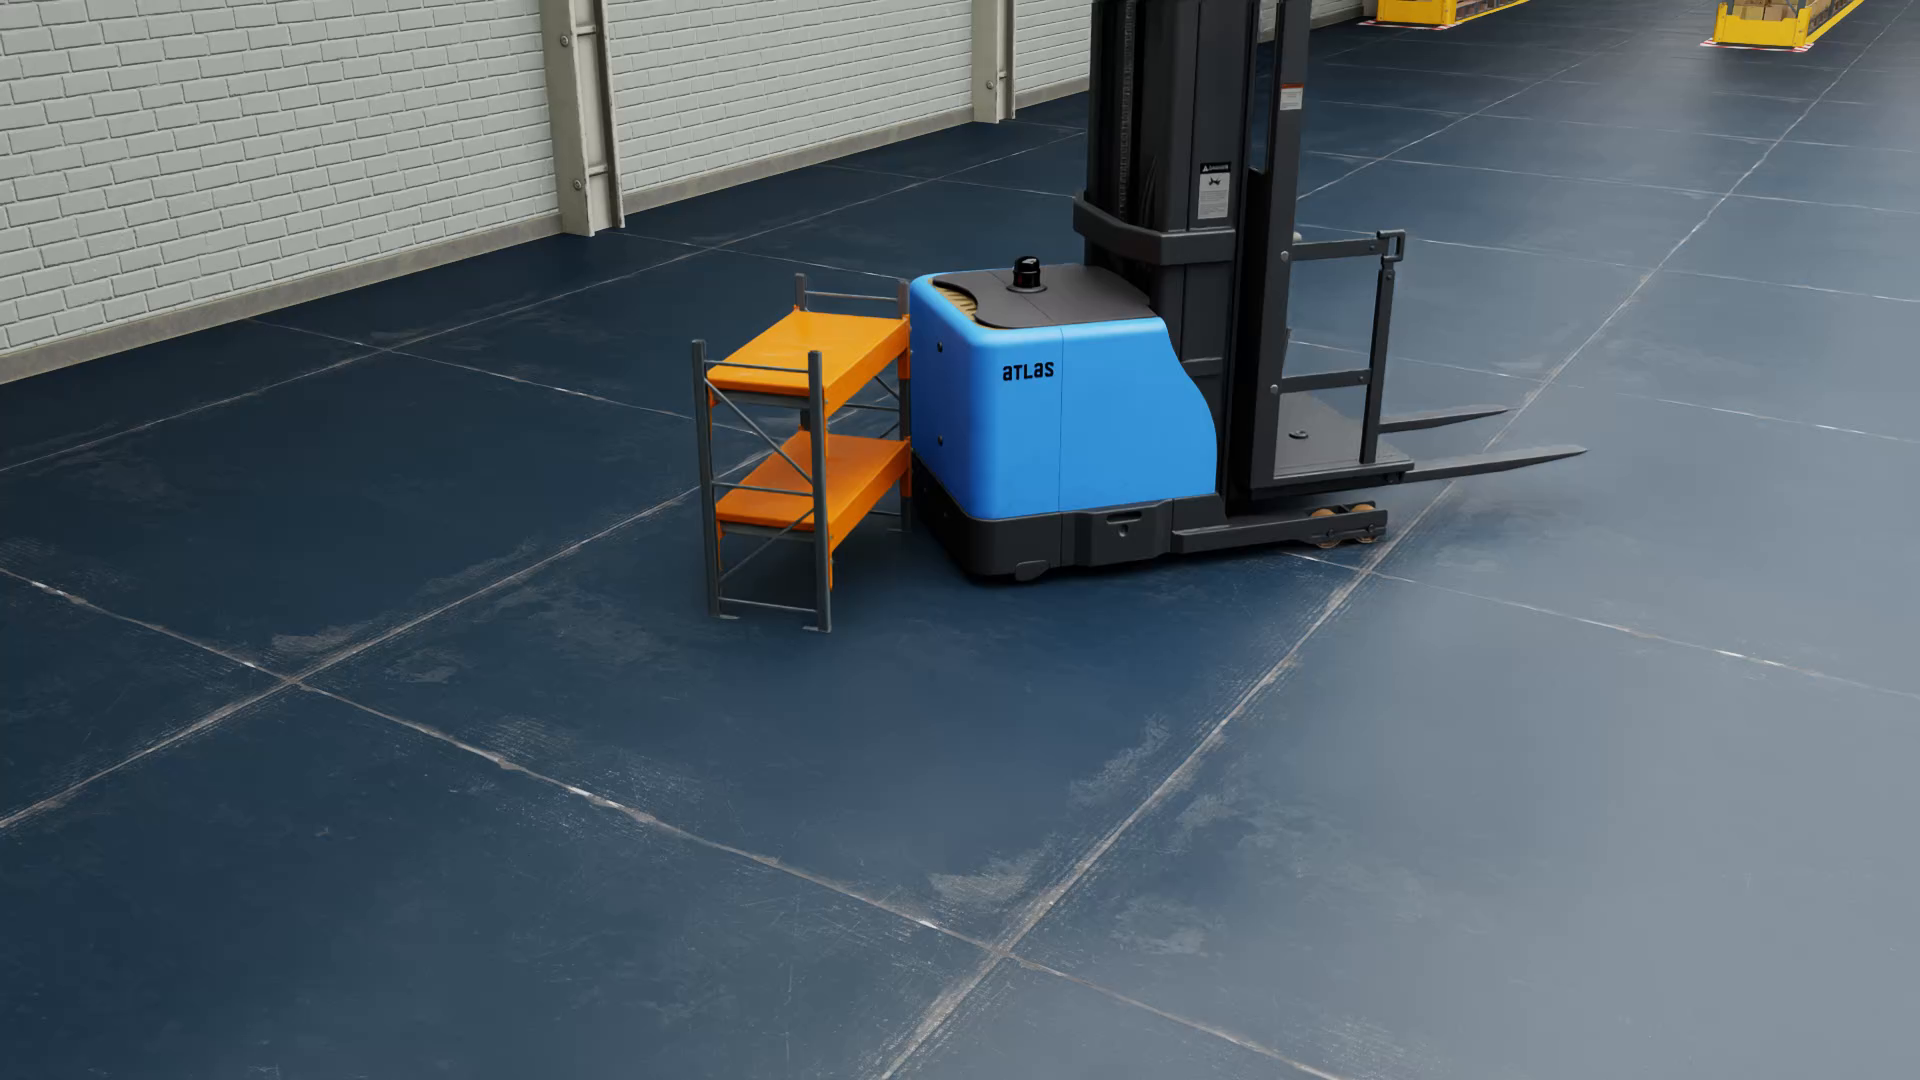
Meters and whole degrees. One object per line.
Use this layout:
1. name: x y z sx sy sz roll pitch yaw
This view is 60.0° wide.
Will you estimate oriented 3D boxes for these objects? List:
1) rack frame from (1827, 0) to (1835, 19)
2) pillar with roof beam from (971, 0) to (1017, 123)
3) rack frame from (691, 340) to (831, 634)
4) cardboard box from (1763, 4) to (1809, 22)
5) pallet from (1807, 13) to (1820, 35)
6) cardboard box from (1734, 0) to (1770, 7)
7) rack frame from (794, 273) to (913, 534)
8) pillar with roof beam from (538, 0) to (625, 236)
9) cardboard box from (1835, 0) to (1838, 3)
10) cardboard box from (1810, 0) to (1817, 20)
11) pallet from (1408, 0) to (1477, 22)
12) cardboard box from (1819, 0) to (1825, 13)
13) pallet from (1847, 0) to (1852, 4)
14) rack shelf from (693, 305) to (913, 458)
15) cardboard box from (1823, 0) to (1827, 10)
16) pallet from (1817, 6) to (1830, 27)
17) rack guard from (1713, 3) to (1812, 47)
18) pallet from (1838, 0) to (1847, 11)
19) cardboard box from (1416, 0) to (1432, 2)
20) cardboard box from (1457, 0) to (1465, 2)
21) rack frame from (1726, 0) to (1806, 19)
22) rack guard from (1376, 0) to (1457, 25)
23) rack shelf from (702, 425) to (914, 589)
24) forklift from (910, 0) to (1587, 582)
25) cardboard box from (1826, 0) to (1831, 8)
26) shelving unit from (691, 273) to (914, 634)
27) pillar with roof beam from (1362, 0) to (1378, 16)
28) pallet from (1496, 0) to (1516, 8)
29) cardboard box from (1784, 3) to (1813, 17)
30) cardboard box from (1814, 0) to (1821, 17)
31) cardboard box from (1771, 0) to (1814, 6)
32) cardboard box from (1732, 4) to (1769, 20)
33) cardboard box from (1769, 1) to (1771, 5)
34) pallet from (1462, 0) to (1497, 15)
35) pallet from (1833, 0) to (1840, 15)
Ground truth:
1. rack frame: 13.364 -9.734 25.959 1.000 3.000 0.127 14 27 29
2. pillar with roof beam: 4.005 -7.639 13.568 9.100 9.000 0.400 14 27 29
3. rack frame: -0.742 -0.188 6.268 0.500 1.125 0.032 7 24 15
4. cardboard box: 11.726 -7.449 23.614 0.500 0.250 0.500 14 27 29
5. pallet: 12.266 -7.781 24.958 1.003 0.211 1.213 14 27 29
6. cardboard box: 11.284 -7.902 23.716 0.500 0.500 0.500 14 27 29
7. rack frame: -0.453 -0.575 7.162 0.500 1.125 0.032 7 24 15
8. pillar with roof beam: 0.840 -5.614 8.891 9.100 9.000 0.400 14 27 29
9. cardboard box: 13.787 -8.749 26.616 0.500 0.250 0.500 13 27 28
10. cardboard box: 12.251 -7.787 24.395 0.500 0.250 0.500 14 27 29
11. pallet: 7.542 -8.433 26.465 1.003 0.211 1.213 14 27 29
12. cardboard box: 12.782 -8.124 25.172 0.500 0.250 0.500 14 27 29
13. pallet: 15.007 -9.534 29.009 1.003 0.211 1.213 14 27 29
14. rack shelf: -0.598 -0.650 6.599 0.538 0.278 1.000 7 24 15
15. cardboard box: 13.033 -8.296 25.569 0.500 0.250 0.500 14 27 29
16. pallet: 12.909 -8.194 25.913 1.003 0.211 1.213 14 27 29
17. rack guard: 11.241 -7.228 23.318 1.175 0.500 0.348 14 27 29
18. pallet: 14.362 -9.124 28.061 1.003 0.211 1.213 14 27 29
19. cardboard box: 7.485 -8.603 26.178 0.500 0.311 0.500 11 26 23
20. cardboard box: 7.786 -8.796 26.623 0.500 0.311 0.500 16 28 33
21. rack frame: 11.254 -8.384 22.840 1.000 3.000 0.127 14 27 29
22. rack guard: 7.084 -8.299 25.791 1.175 0.500 0.348 14 27 29
23. rack shelf: -0.598 -0.157 6.812 0.538 0.278 1.000 7 24 15
24. forklift: 1.341 -1.501 7.027 3.031 2.935 1.130 -7 24 -16
25. cardboard box: 13.305 -8.462 25.954 0.500 0.250 0.500 14 27 29
26. shelving unit: -0.598 -0.381 6.715 0.538 1.125 1.048 7 24 15
27. pillar with roof beam: 10.335 -11.689 22.924 9.100 9.000 0.400 14 27 29
28. pallet: 8.829 -9.257 28.367 1.003 0.211 1.213 14 27 29
29. cardboard box: 11.986 -7.618 24.005 0.500 0.250 0.500 14 27 29
30. cardboard box: 12.518 -7.955 24.782 0.500 0.250 0.500 14 27 29
31. cardboard box: 11.988 -7.962 23.855 0.500 0.500 0.500 14 27 29
32. cardboard box: 11.286 -7.557 23.864 0.500 0.250 0.500 14 27 29
33. cardboard box: 11.539 -7.729 24.260 0.500 0.250 0.500 14 27 29
34. pallet: 8.187 -8.843 27.412 1.003 0.211 1.213 14 27 29
35. pallet: 13.719 -8.711 27.106 1.003 0.211 1.213 14 27 29
